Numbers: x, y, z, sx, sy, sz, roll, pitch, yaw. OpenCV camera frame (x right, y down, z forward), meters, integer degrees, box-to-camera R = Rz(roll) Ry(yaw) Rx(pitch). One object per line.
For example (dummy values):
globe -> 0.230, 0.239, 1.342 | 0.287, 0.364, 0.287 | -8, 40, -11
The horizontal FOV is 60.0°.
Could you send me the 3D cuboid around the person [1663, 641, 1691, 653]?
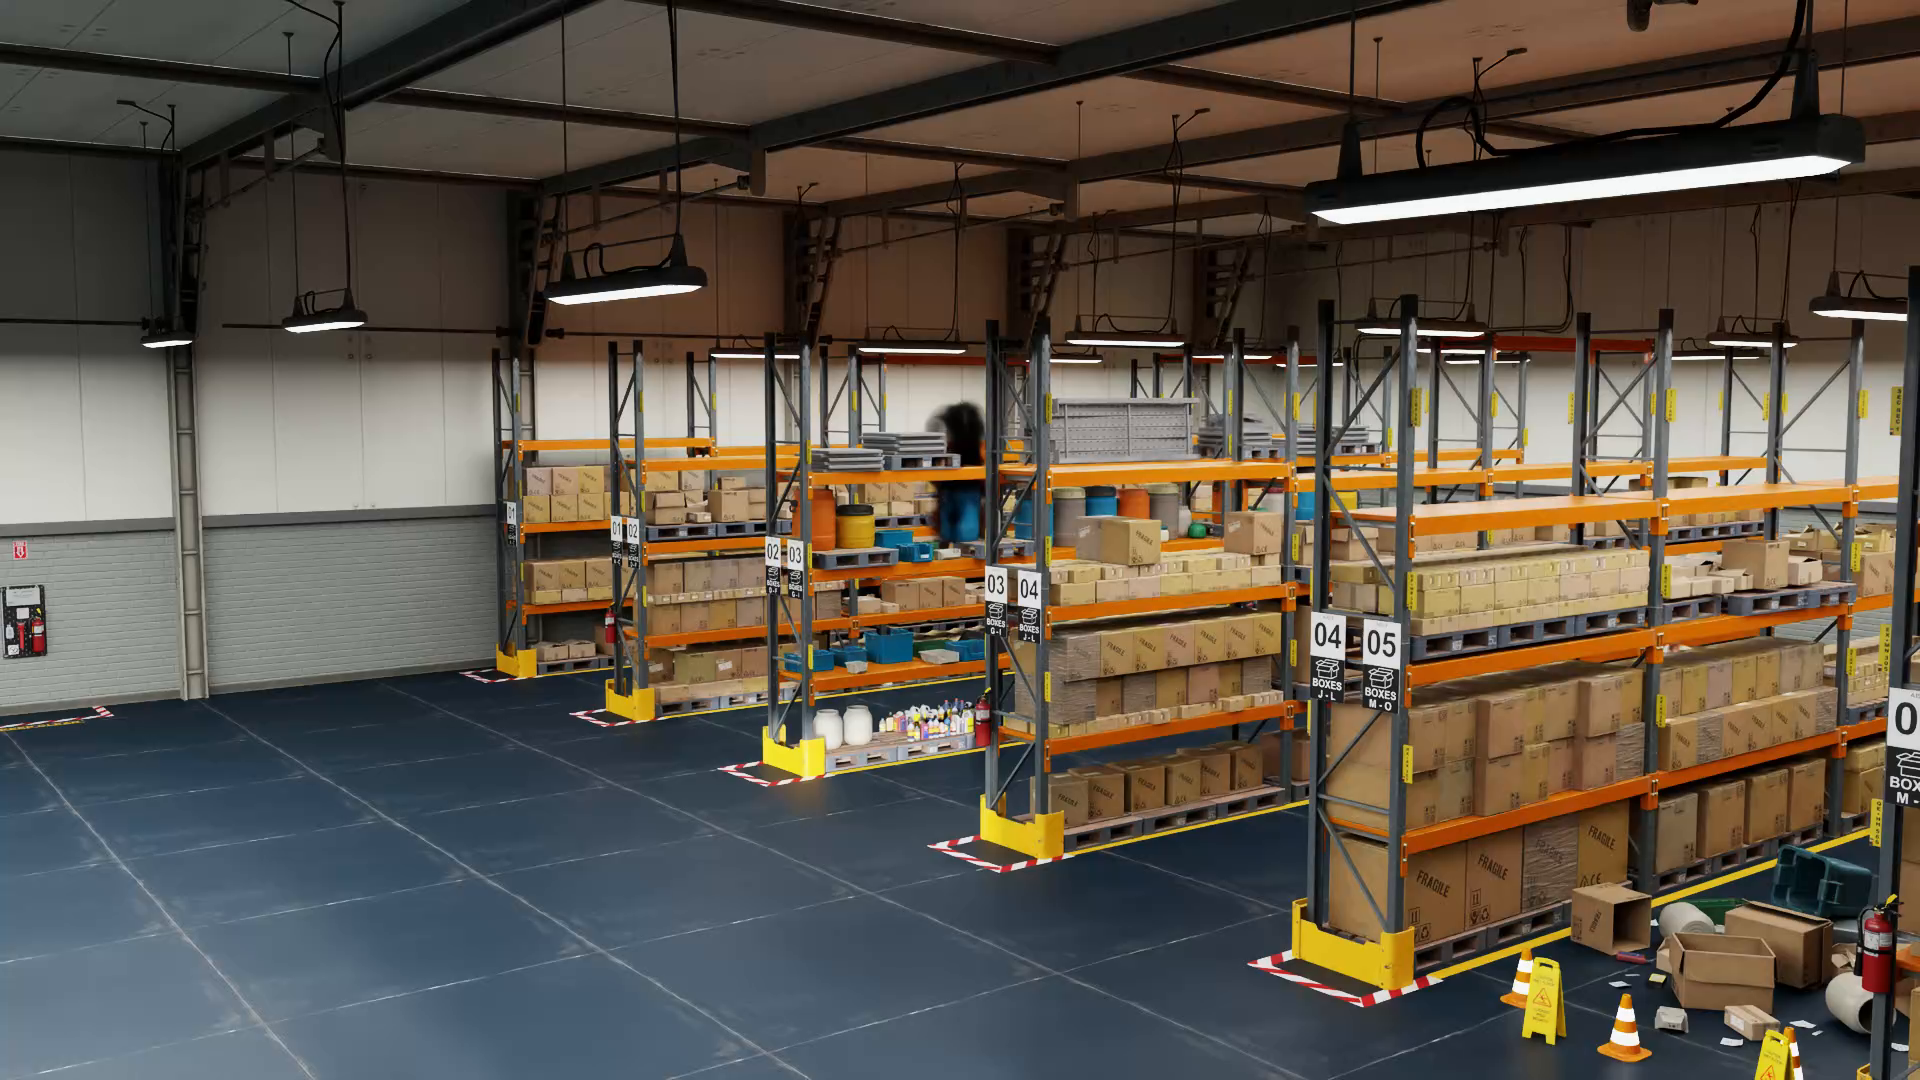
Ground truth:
person -> 10.410, 2.146, 24.234 | 0.772, 1.766, 0.639 | -4, 6, -36
